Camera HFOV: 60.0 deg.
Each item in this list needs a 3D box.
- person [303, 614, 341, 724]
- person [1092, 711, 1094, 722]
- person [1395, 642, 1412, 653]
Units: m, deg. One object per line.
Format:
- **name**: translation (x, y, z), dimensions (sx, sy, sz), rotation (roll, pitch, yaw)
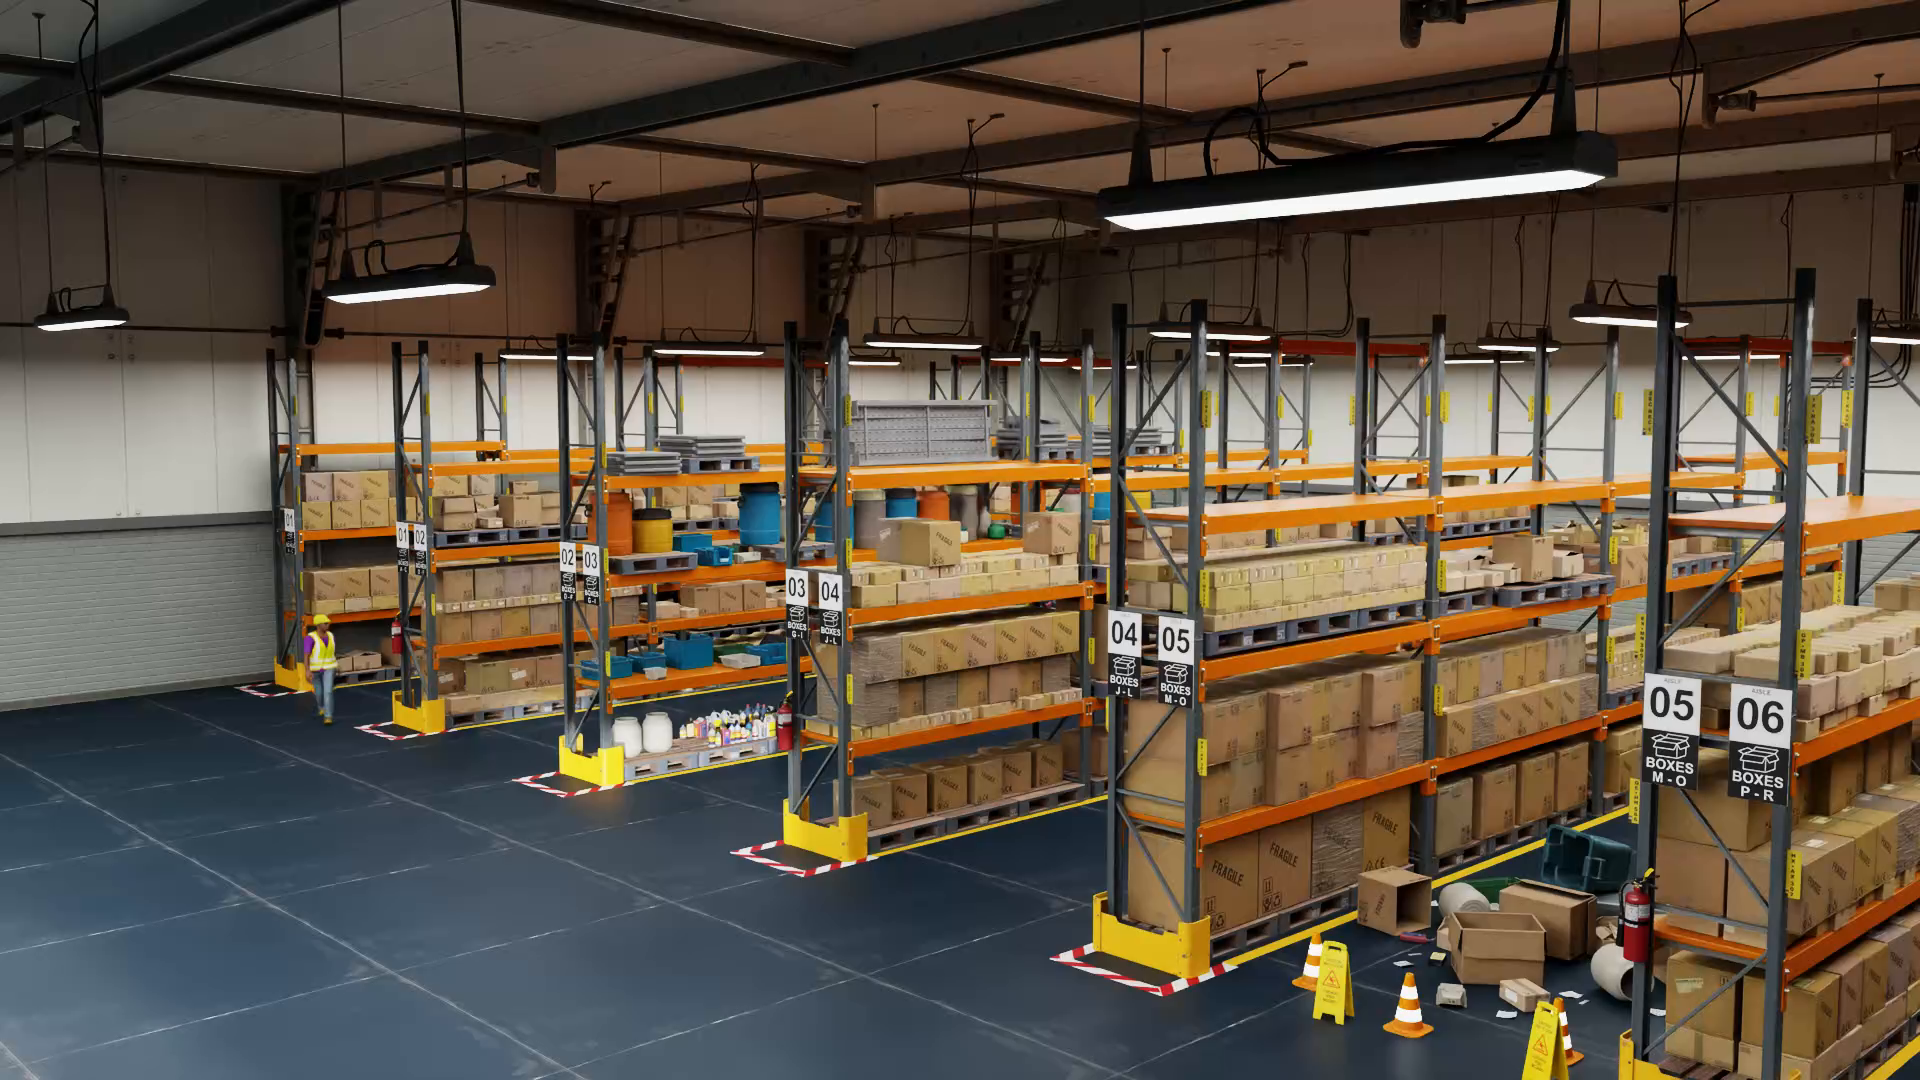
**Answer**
- **person**: translation (-10.112, 2.035, 26.367), dimensions (0.506, 1.732, 0.957), rotation (-1, 5, -14)
- **person**: translation (2.258, 2.120, 26.136), dimensions (0.746, 1.669, 0.537), rotation (-4, 6, -39)
- **person**: translation (6.395, 2.252, 24.253), dimensions (1.004, 1.624, 0.555), rotation (-4, 6, -39)
